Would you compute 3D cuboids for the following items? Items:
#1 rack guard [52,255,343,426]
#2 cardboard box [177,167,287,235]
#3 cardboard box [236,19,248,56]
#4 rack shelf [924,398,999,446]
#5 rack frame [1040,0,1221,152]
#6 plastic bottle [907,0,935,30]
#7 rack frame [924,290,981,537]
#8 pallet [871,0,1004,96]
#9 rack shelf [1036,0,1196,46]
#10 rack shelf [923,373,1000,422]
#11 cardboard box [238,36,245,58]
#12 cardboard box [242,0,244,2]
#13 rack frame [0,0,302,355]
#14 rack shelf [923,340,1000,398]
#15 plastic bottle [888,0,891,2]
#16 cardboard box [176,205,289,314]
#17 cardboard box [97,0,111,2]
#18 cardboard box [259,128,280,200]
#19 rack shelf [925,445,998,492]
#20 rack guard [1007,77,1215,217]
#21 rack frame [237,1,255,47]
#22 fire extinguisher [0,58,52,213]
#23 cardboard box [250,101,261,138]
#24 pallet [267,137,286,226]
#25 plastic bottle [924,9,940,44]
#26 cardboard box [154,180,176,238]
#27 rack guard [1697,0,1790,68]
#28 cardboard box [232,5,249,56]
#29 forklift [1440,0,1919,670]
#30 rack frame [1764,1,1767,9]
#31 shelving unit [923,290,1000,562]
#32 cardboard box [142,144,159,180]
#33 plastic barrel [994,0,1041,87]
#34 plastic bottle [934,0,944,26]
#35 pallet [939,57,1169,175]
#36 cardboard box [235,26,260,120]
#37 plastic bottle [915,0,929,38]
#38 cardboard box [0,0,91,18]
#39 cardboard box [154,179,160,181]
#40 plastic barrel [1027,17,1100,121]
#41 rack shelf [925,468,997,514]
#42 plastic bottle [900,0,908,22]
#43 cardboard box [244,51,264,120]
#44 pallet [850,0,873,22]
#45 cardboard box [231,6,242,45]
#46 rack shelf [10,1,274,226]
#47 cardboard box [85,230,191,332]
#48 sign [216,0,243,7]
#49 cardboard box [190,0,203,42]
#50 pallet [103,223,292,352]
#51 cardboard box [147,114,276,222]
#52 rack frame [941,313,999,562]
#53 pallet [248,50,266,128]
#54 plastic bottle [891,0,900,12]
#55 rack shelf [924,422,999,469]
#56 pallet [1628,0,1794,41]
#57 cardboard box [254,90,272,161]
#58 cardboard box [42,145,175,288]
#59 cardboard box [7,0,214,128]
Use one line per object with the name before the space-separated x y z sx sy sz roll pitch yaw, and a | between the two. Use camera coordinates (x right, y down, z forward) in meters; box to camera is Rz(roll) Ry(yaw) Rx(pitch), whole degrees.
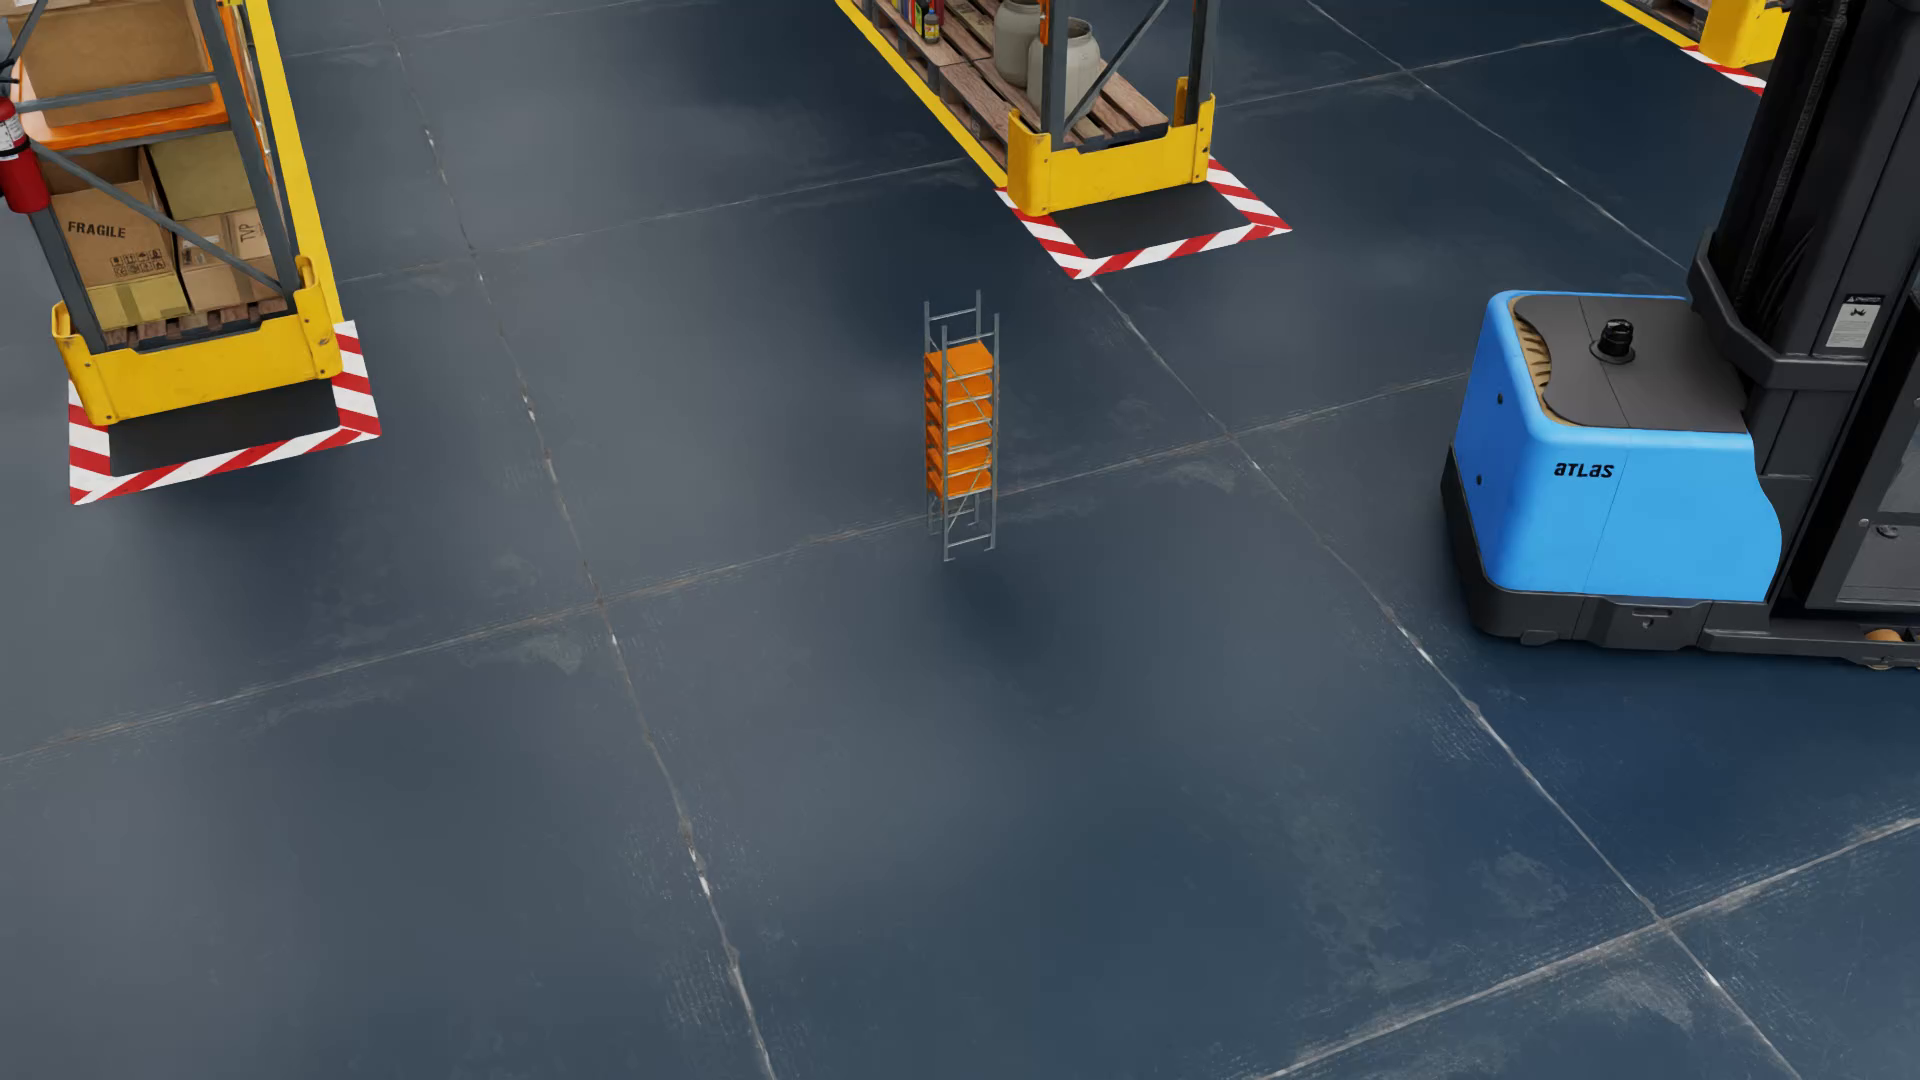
rack guard | -3.640 -0.965 7.989 1.175 0.500 0.348 -15 43 -17
cardboard box | -3.843 -1.723 8.740 0.500 0.250 0.500 -15 43 -17
cardboard box | -4.618 -2.925 10.138 0.500 0.250 0.500 -15 43 -17
rack shelf | 0.006 -0.504 6.799 0.258 0.103 0.180 -15 43 -17
rack frame | 0.929 -3.161 8.625 1.000 3.000 0.127 -15 43 -17
plastic bottle | -0.250 -3.451 10.714 0.152 0.276 0.135 -15 43 -17
rack frame | -0.029 -0.501 6.913 0.240 1.200 0.006 -15 43 -17
pallet | 0.087 -3.362 10.998 1.003 0.211 1.213 -15 43 -17
rack shelf | 0.164 -4.093 10.261 1.077 0.370 4.000 -15 43 -17
rack shelf | 0.006 -0.594 6.721 0.258 0.103 0.180 -15 43 -17
cardboard box | -4.425 -2.909 9.544 0.500 0.500 0.500 -15 43 -17
cardboard box | -5.105 -3.759 11.107 0.500 0.250 0.500 -16 43 -18
rack frame | -3.649 -1.928 7.191 1.000 3.000 0.127 -15 43 -17
rack shelf | 0.006 -0.685 6.643 0.258 0.103 0.180 -15 43 -17
plastic bottle | -0.441 -3.773 11.032 0.144 0.351 0.185 -15 43 -17
cardboard box | -3.649 -1.423 8.391 0.500 0.250 0.500 -15 43 -17
cardboard box | -3.600 -2.501 7.284 0.380 0.149 0.250 -15 43 -17
cardboard box | -4.034 -2.024 9.090 0.500 0.250 0.500 -15 43 -17
rack shelf | 0.006 -0.322 6.956 0.258 0.103 0.180 -15 43 -17
rack guard | 0.856 -2.247 9.480 1.175 0.500 0.348 -15 43 -17
rack frame | -5.180 -4.337 9.993 1.000 3.000 0.127 -15 43 -17
fire extinguisher | -4.033 -1.711 6.999 0.296 0.674 0.183 -15 43 -17
cardboard box | -4.045 -2.306 8.842 0.500 0.500 0.500 -15 43 -17
pallet | -4.443 -2.054 9.477 1.003 0.211 1.213 -15 43 -17
plastic bottle | -0.179 -3.264 10.554 0.097 0.201 0.097 0 41 0
cardboard box | -4.330 -1.592 8.587 0.500 0.250 0.500 -15 43 -17
rack guard | 5.476 -3.495 10.930 1.175 0.500 0.348 -15 43 -17
cardboard box | -4.800 -3.229 10.491 0.500 0.250 0.500 -15 43 -17
forklift | 3.622 -0.946 6.102 3.031 2.935 1.130 3 41 3
rack frame | 5.505 -4.397 10.062 1.000 3.000 0.127 -15 43 -17
shelving unit | 0.006 -0.446 6.849 0.258 1.200 0.189 -15 43 -17
cardboard box | -4.525 -2.176 8.692 0.500 0.500 0.500 -15 43 -17
plastic barrel | 0.415 -3.056 10.090 0.421 0.512 0.421 0 41 0
plastic bottle | -0.152 -3.480 10.743 0.061 0.283 0.133 -15 43 -17
pallet | 0.550 -2.628 10.145 1.003 0.211 1.213 -15 43 -17
cardboard box | -4.220 -2.611 9.198 0.500 0.500 0.500 -15 43 -17
plastic bottle | -0.240 -3.361 10.603 0.061 0.283 0.133 -14 43 -16
cardboard box | -3.971 -2.394 7.159 0.380 0.149 0.250 -16 43 -18
cardboard box | -4.523 -1.892 8.937 0.500 0.250 0.500 -15 43 -17
plastic barrel | 0.606 -2.754 9.738 0.421 0.512 0.421 0 41 0
rack shelf | 0.006 -0.231 7.034 0.258 0.103 0.180 -15 43 -17
plastic bottle | -0.303 -3.534 10.811 0.152 0.276 0.135 -16 43 -18
cardboard box | -4.413 -2.628 9.792 0.500 0.250 0.500 -15 43 -17
pallet | -0.383 -4.098 11.854 1.003 0.211 1.213 -15 43 -17
cardboard box | -4.620 -3.209 9.893 0.500 0.500 0.500 -15 43 -17
rack shelf | -4.414 -2.860 8.826 1.077 0.370 4.000 -15 43 -17
cardboard box | -4.127 -1.294 8.240 0.500 0.250 0.500 -15 43 -17
sign | -3.134 -2.421 7.040 0.100 0.325 0.005 -15 43 -17
cardboard box | -4.021 -2.565 7.856 0.700 0.500 0.500 -14 43 -16
pallet | -3.980 -1.321 8.624 1.003 0.211 1.213 -15 43 -17
cardboard box | -3.842 -2.008 8.496 0.500 0.500 0.500 -15 43 -17
rack frame | 0.041 -0.391 6.785 0.240 1.200 0.006 -15 43 -17
pallet | -4.914 -2.790 10.333 1.003 0.211 1.213 -15 43 -17
plastic bottle | -0.370 -3.661 10.901 0.144 0.351 0.185 -13 42 -15
rack shelf | 0.006 -0.413 6.878 0.258 0.103 0.180 -15 43 -17
pallet | 5.198 -3.883 11.604 1.003 0.211 1.213 -15 43 -17
cardboard box | -4.221 -2.327 9.442 0.500 0.250 0.500 -15 43 -17
cardboard box | -4.129 -1.577 7.995 0.500 0.500 0.500 -15 43 -17
cardboard box | -3.816 -2.250 7.489 0.700 0.500 0.500 -15 43 -17
